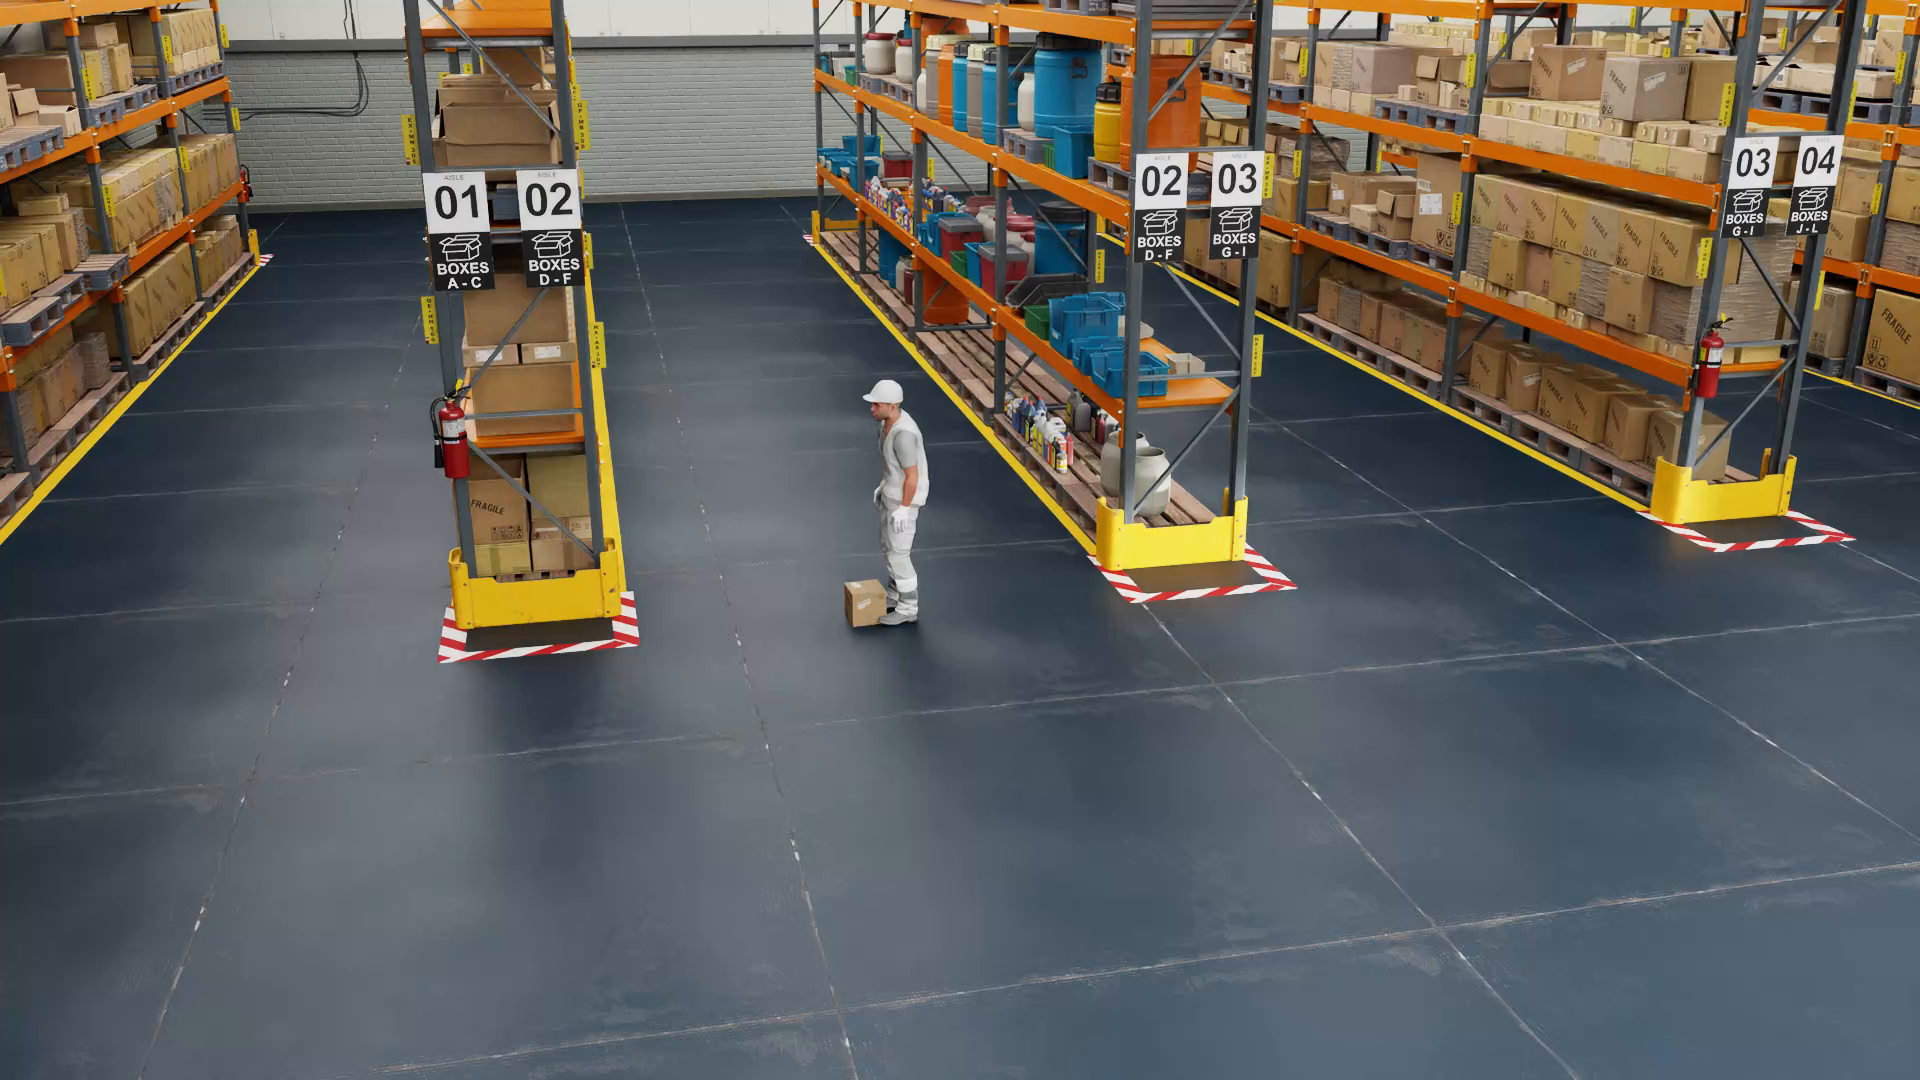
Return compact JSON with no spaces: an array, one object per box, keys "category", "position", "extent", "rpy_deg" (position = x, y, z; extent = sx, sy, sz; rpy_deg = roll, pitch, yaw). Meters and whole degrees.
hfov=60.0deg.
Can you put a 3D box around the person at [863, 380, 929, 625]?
[{"category":"person","position":[-0.461,-0.277,11.830],"extent":[0.445,1.781,0.621],"rpy_deg":[-6,20,-15]}]
